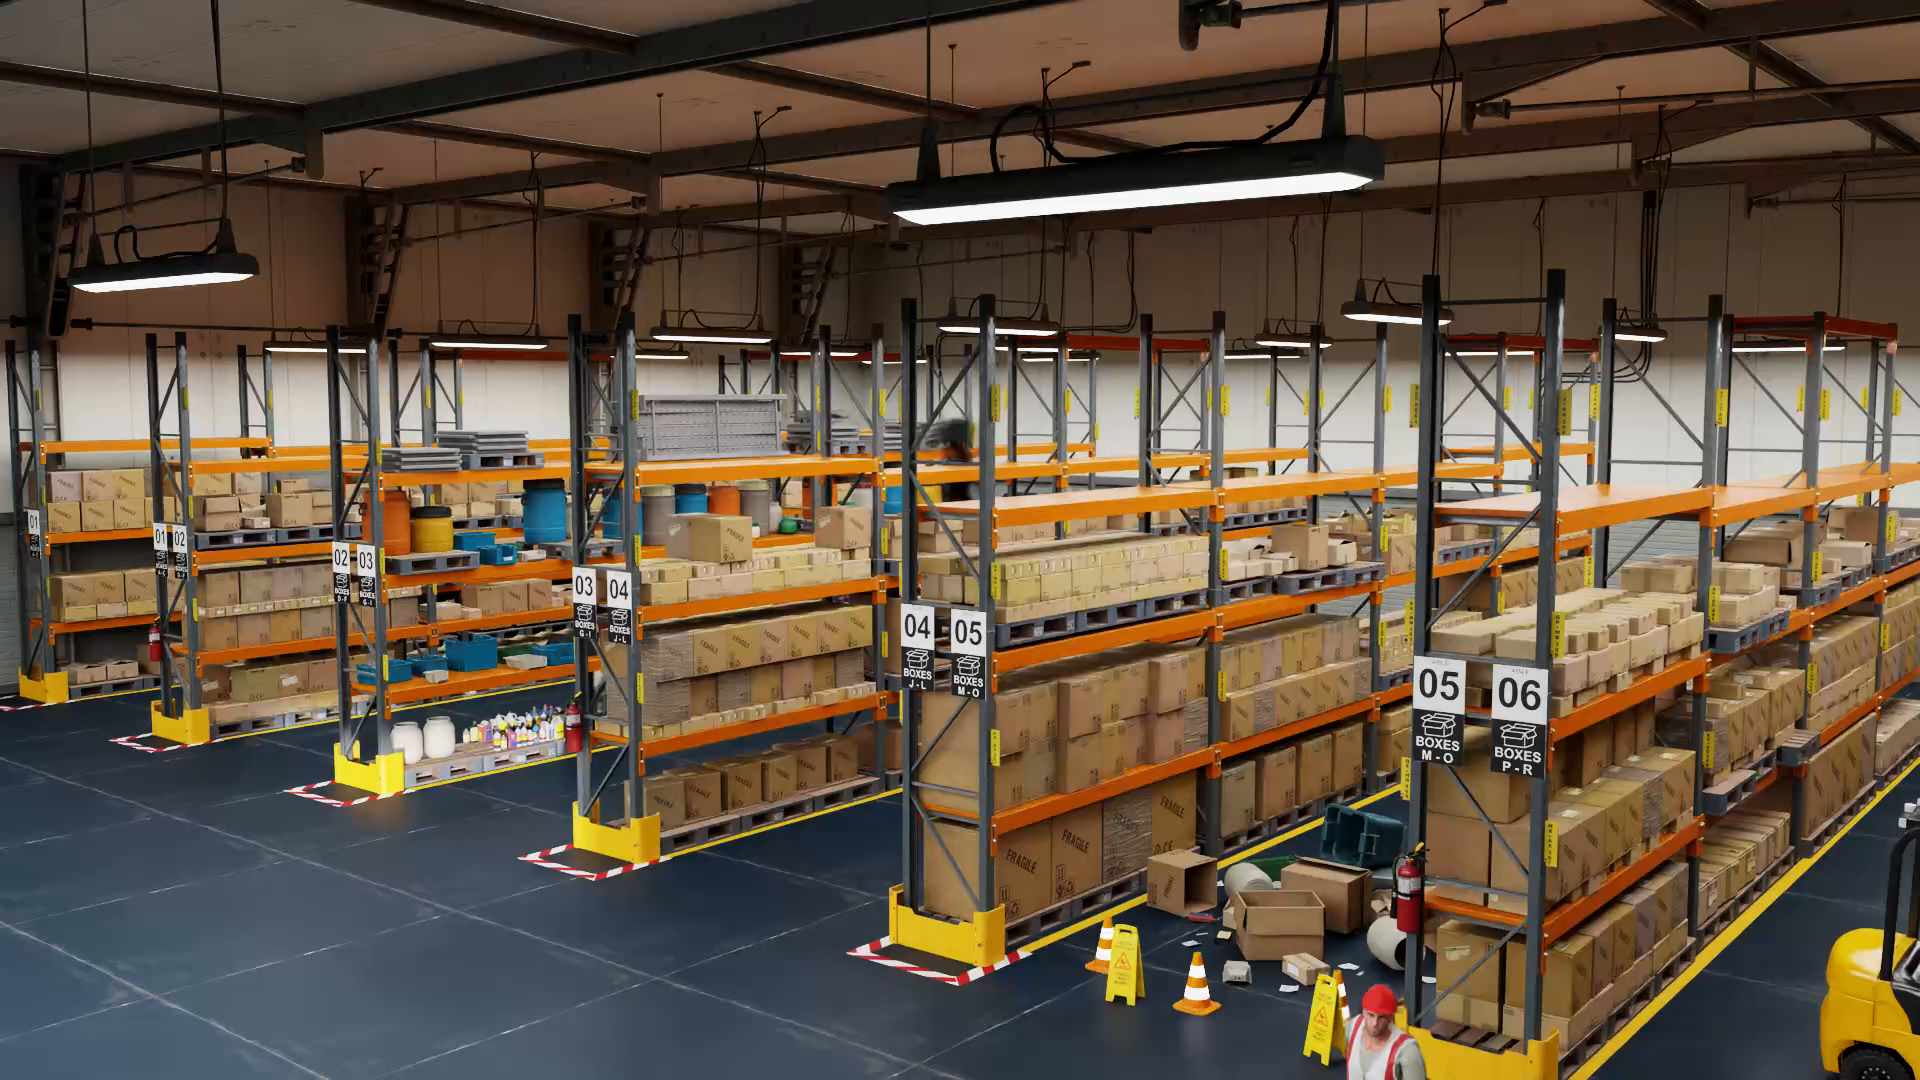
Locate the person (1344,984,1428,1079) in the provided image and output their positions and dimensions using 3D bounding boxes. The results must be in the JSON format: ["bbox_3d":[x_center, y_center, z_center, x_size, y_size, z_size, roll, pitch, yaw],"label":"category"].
[{"bbox_3d":[2.471,3.414,9.816,0.633,1.723,0.718,4,6,35],"label":"person"}]

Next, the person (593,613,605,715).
[{"bbox_3d":[-5.659,1.930,26.630,0.681,1.706,0.724,0,5,3],"label":"person"}]
